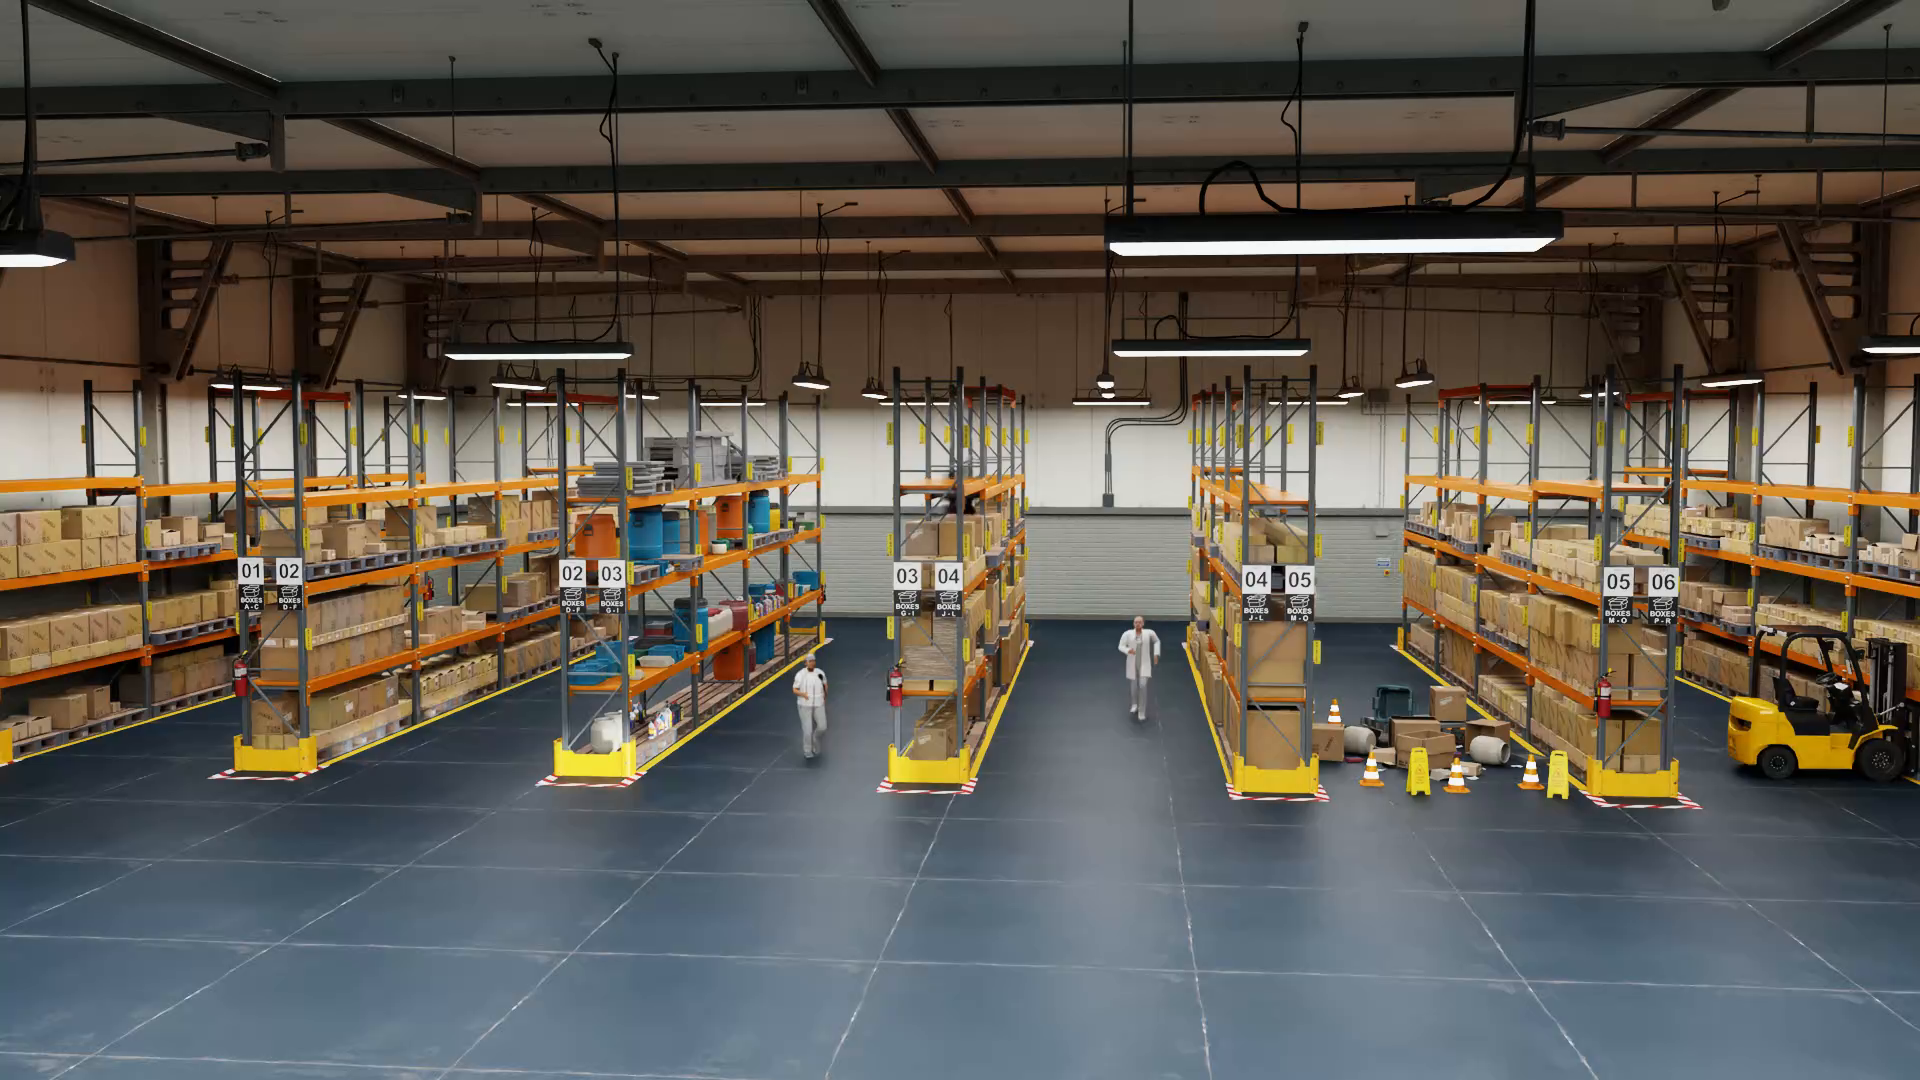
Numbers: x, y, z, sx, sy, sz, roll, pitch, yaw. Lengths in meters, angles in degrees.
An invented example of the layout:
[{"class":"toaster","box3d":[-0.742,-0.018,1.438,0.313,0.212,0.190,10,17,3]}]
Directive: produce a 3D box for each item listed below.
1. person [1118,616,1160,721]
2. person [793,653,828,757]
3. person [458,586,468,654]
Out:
[{"class":"person","box3d":[3.200,2.316,29.691,0.738,1.754,0.892,1,4,10]},{"class":"person","box3d":[-2.287,2.579,25.841,0.593,1.622,0.545,-1,4,-19]},{"class":"person","box3d":[-11.070,1.849,37.385,0.602,1.669,0.796,0,4,1]}]
